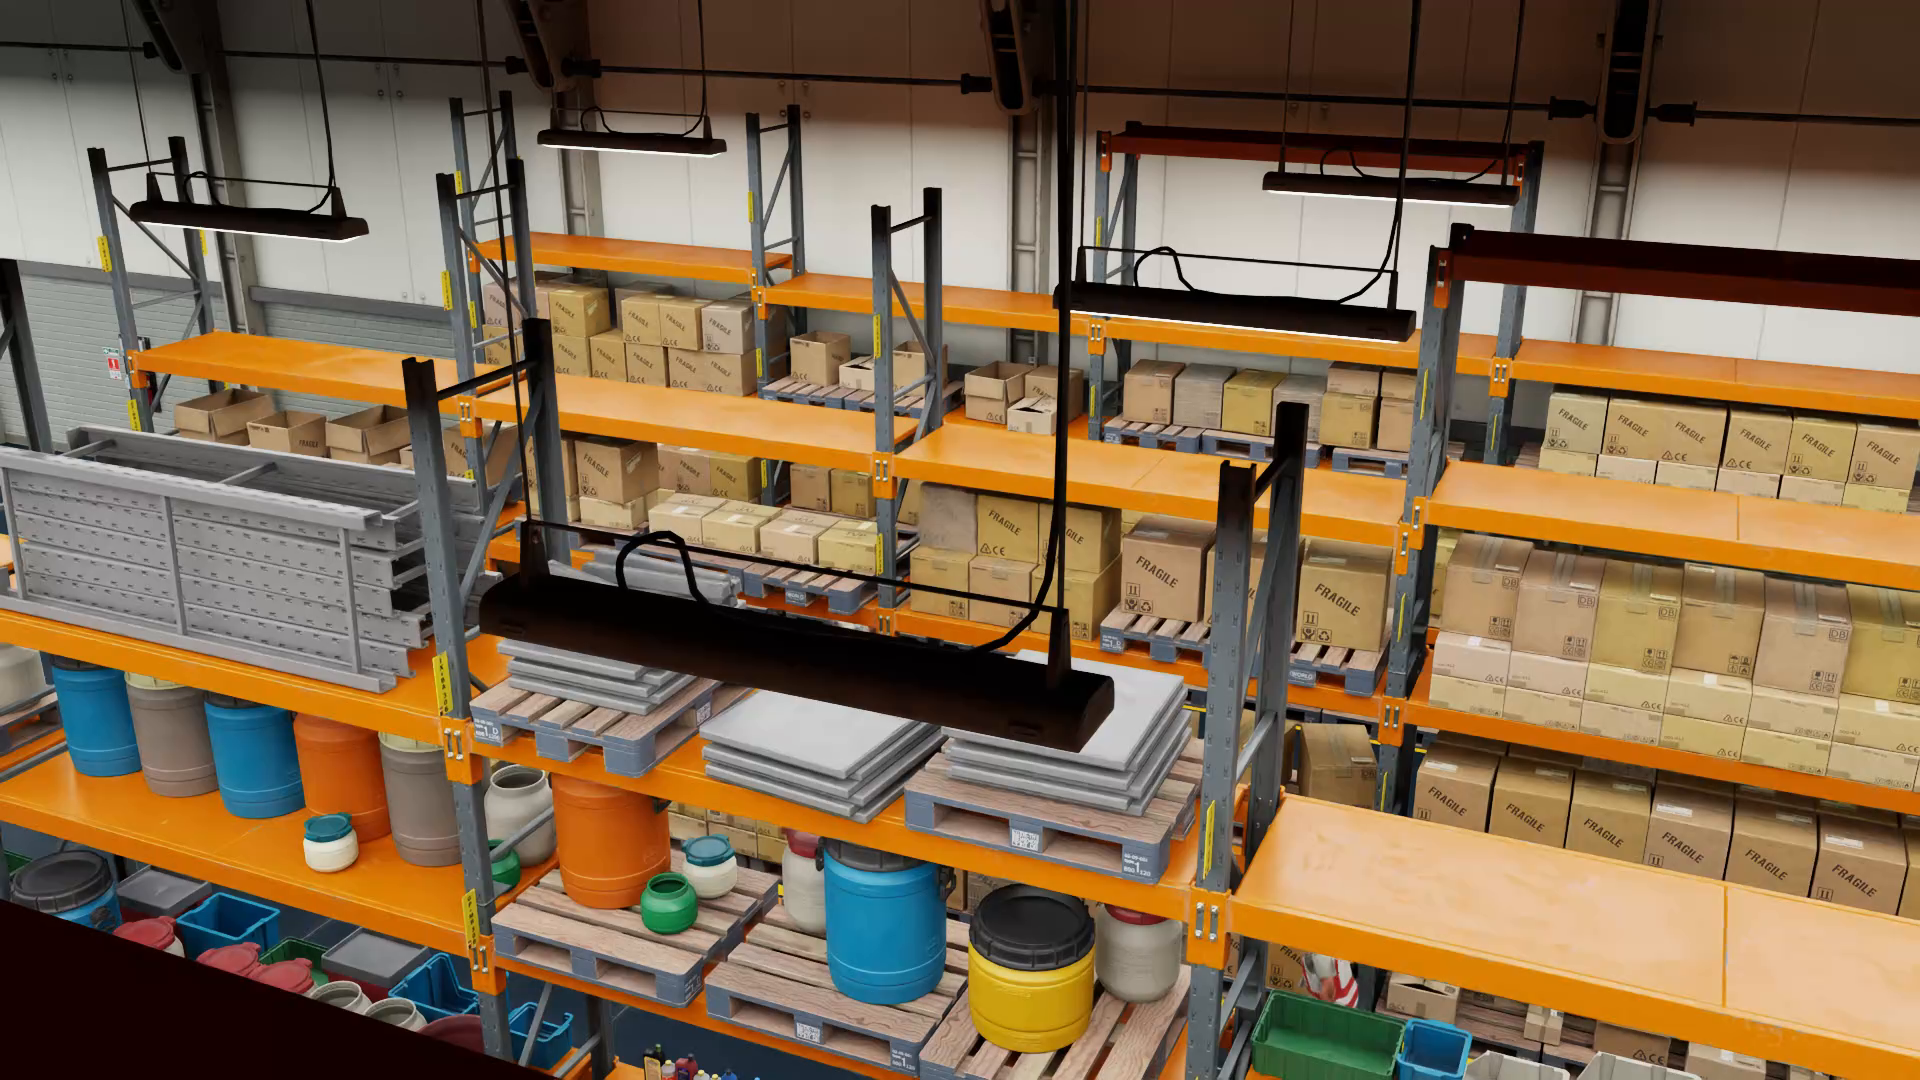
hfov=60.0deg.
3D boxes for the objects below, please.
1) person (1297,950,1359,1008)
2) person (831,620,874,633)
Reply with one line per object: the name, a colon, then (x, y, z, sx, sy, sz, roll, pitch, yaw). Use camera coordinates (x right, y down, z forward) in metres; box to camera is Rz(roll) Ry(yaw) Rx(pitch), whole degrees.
person: (2.611, 3.250, 11.643, 0.599, 1.691, 0.691, 11, 23, 27)
person: (-1.035, 1.197, 17.077, 0.602, 1.742, 0.636, 9, 22, 22)
